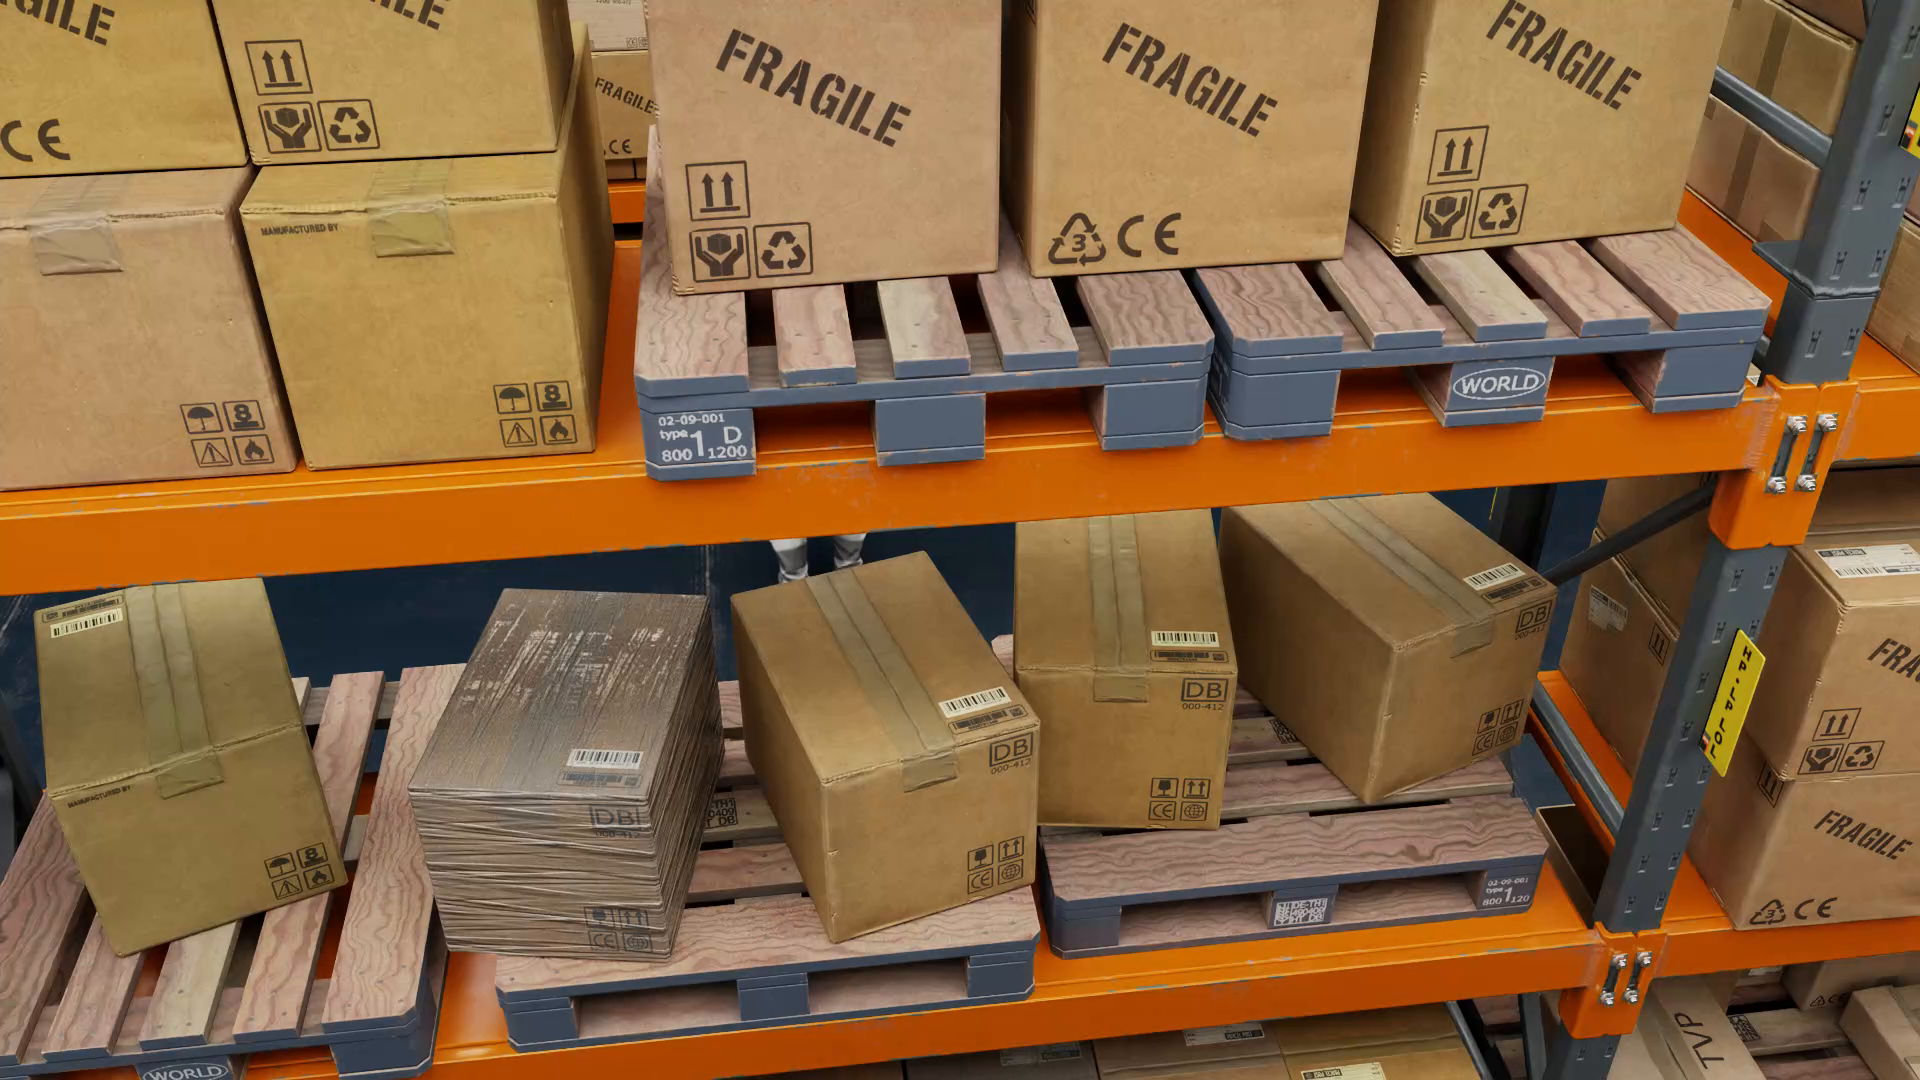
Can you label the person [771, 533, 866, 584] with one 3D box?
[{"bbox_3d":[-0.642,-0.432,7.191,0.499,1.287,0.919,-6,35,-8],"label":"person"}]
